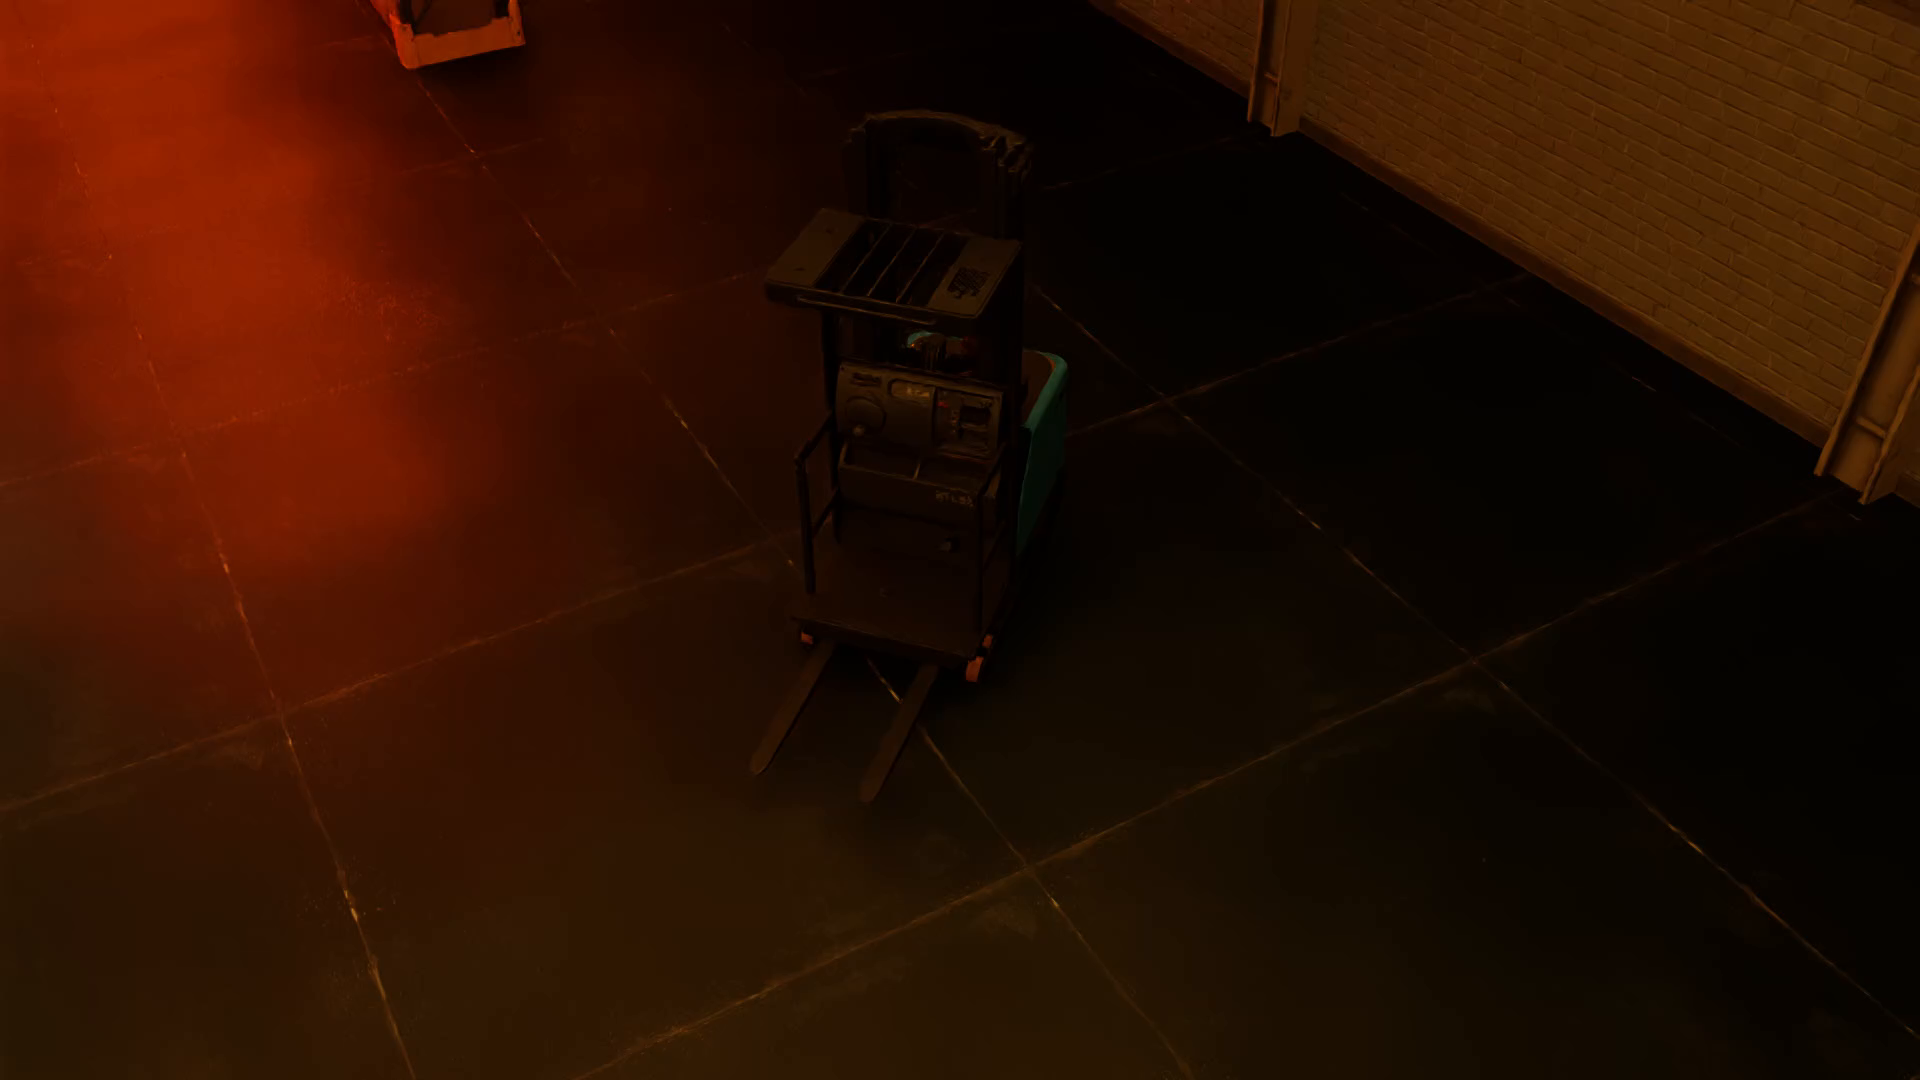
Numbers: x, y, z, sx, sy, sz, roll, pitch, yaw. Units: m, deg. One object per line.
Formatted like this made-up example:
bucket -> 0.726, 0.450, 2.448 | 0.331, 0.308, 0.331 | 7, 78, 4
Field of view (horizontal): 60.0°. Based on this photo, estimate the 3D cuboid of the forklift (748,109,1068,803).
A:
forklift -> -0.290, -0.616, 8.778 | 1.130, 2.935, 3.031 | 12, 41, 14

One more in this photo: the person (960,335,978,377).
person -> 0.101, -0.583, 9.824 | 0.528, 1.534, 0.537 | 5, 40, 6
